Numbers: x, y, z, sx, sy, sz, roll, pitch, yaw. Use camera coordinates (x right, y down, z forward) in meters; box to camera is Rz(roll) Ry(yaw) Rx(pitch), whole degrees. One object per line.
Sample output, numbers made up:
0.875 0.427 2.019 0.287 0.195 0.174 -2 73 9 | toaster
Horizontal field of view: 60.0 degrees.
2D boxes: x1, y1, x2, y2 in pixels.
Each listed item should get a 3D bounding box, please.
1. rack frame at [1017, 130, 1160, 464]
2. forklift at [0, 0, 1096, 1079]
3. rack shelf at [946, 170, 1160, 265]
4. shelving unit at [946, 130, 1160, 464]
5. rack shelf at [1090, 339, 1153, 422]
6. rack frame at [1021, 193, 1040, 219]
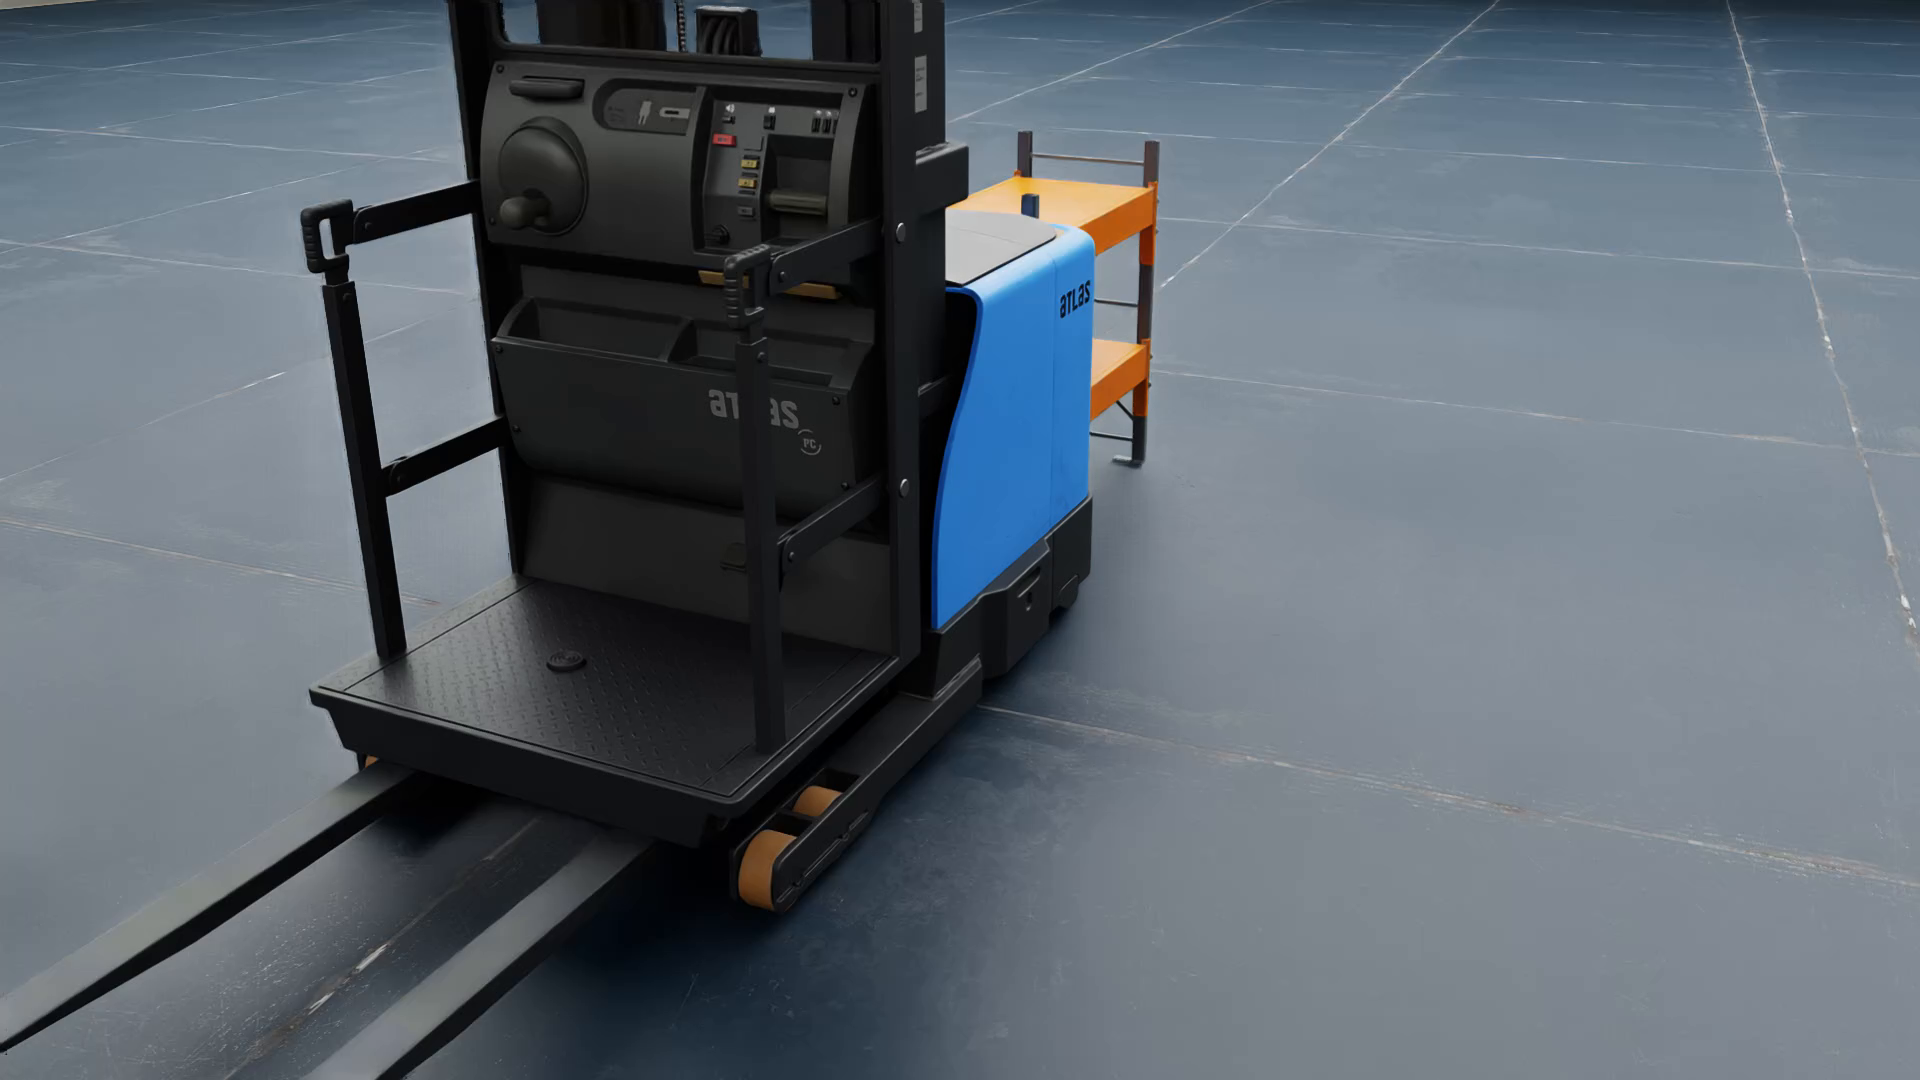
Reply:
0.429 -0.836 5.793 0.500 1.125 0.032 10 25 23 | rack frame
-0.710 -0.780 3.313 1.130 2.935 3.031 10 25 23 | forklift
0.210 -0.929 5.256 0.538 0.278 1.000 10 25 23 | rack shelf
0.210 -0.659 5.369 0.538 1.125 1.048 10 25 23 | shelving unit
0.210 -0.434 5.463 0.538 0.278 1.000 10 25 23 | rack shelf
-0.009 -0.483 4.946 0.500 1.125 0.032 10 25 23 | rack frame
